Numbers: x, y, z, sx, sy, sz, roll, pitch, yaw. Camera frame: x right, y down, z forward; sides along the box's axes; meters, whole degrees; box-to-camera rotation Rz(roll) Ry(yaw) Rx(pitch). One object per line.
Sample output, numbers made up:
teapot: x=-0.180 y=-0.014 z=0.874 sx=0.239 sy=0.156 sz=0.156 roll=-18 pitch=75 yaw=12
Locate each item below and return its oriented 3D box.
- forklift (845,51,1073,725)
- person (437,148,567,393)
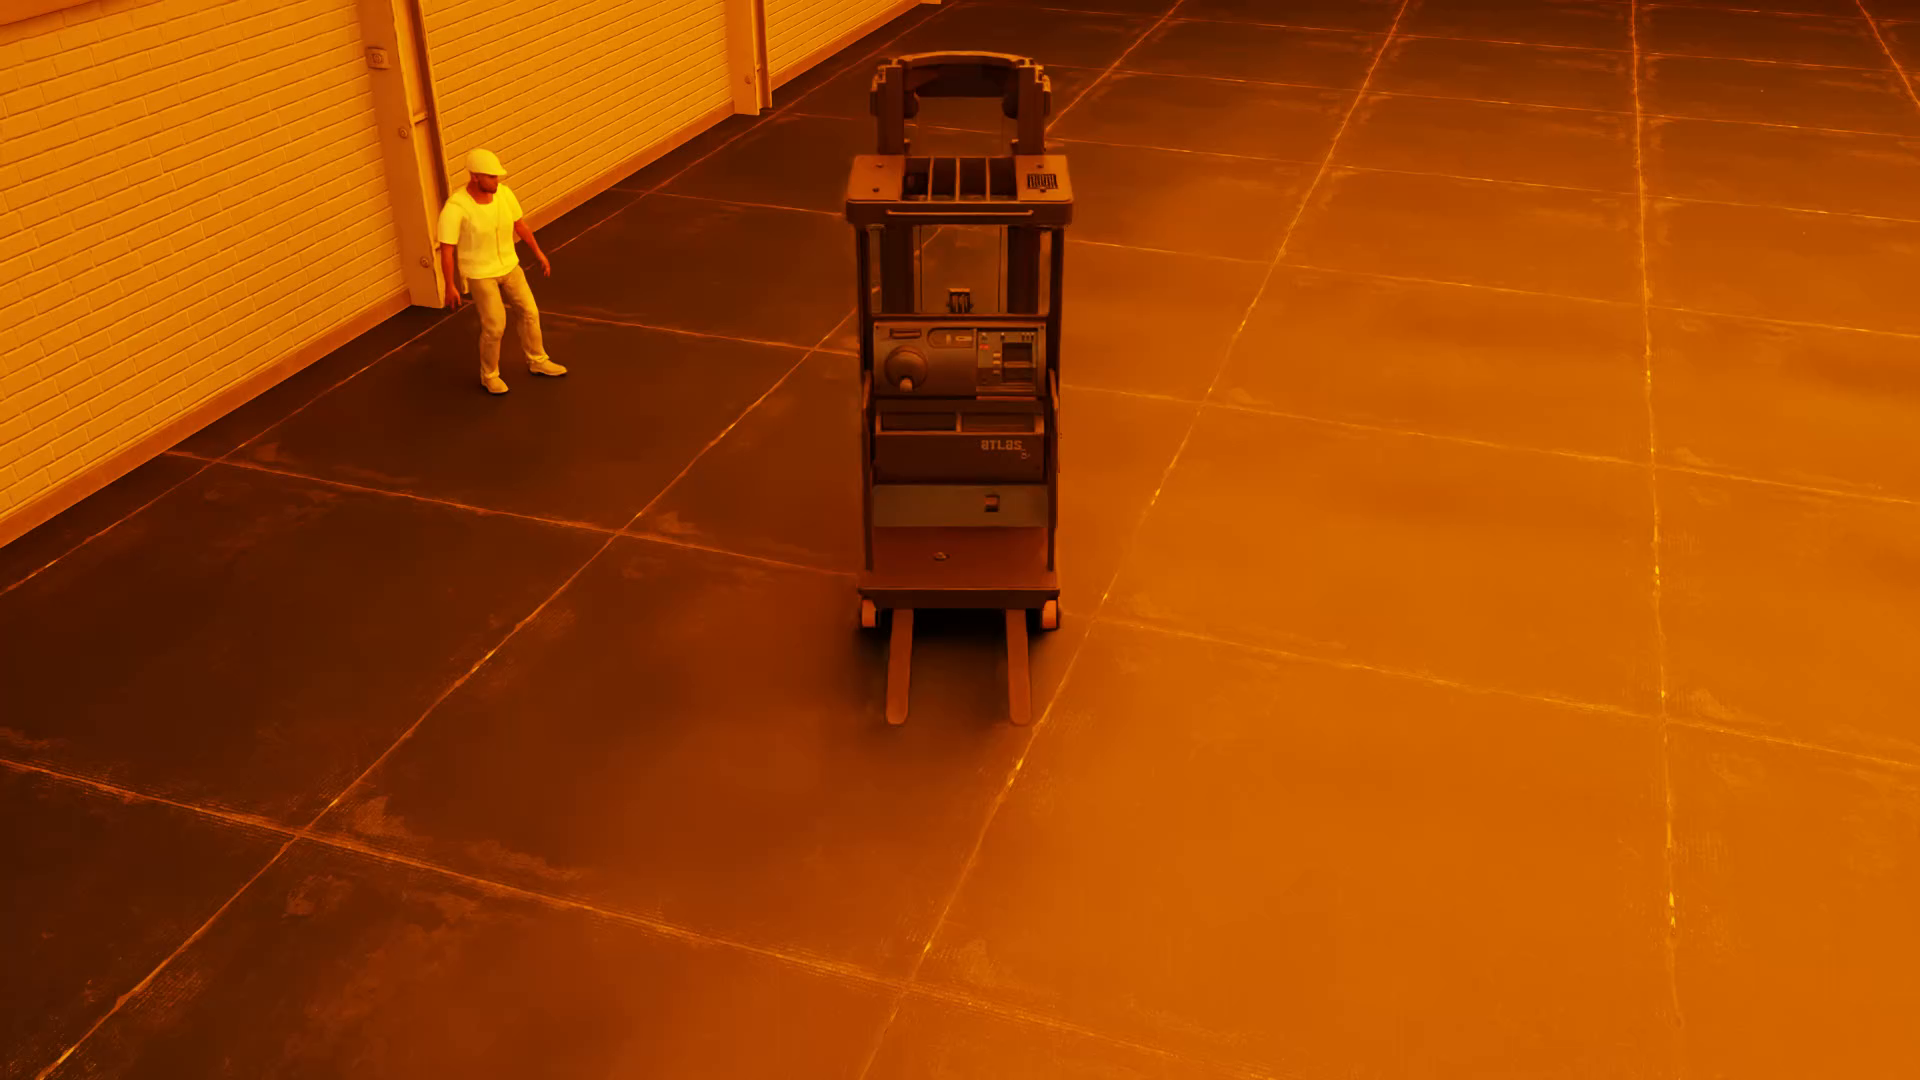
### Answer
forklift: x=-0.001 y=-0.935 z=8.776 sx=1.130 sy=2.935 sz=3.031 roll=0 pitch=30 yaw=0
person: x=-3.251 y=-1.888 z=11.652 sx=0.415 sy=1.742 sz=0.810 roll=20 pitch=35 yaw=31
